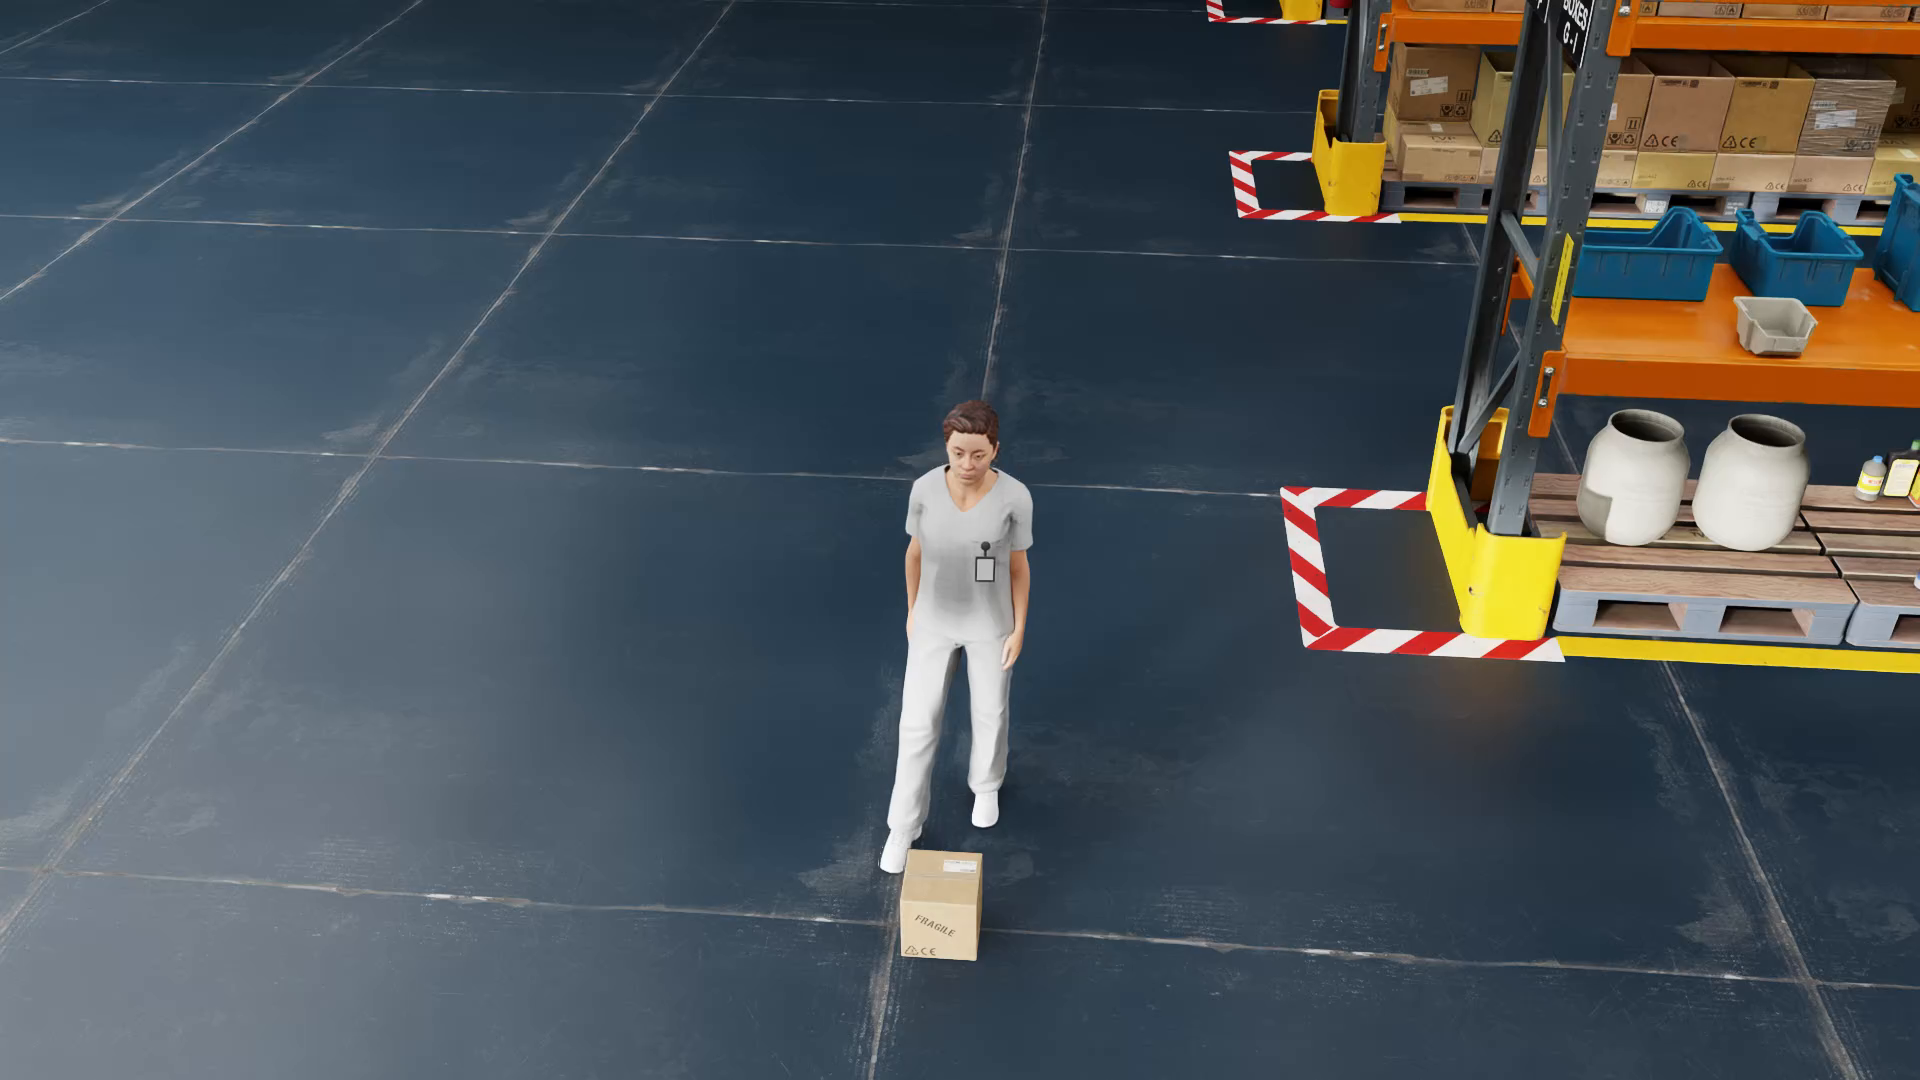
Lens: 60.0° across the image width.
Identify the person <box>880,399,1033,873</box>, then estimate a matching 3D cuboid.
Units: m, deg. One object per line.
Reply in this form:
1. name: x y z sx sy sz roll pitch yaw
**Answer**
1. person: -0.012 0.342 5.579 0.479 1.667 0.613 4 32 6
